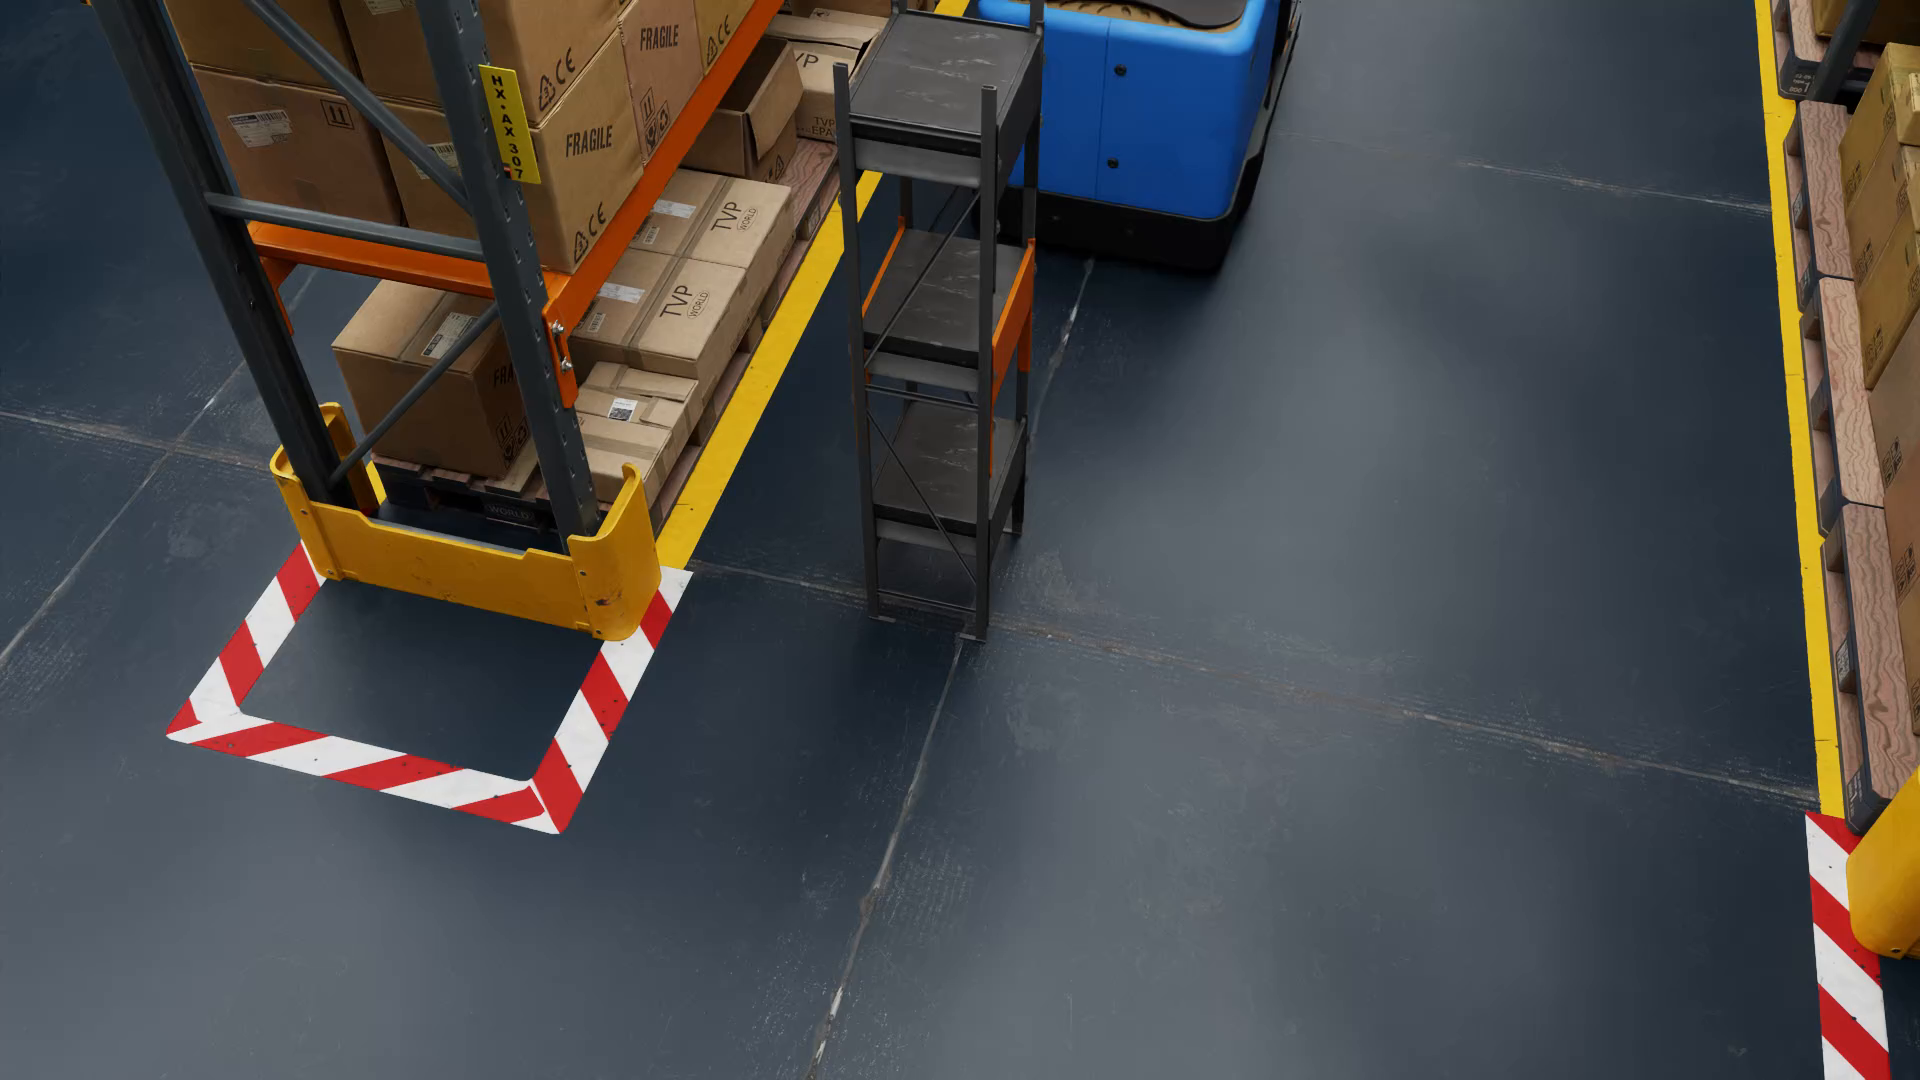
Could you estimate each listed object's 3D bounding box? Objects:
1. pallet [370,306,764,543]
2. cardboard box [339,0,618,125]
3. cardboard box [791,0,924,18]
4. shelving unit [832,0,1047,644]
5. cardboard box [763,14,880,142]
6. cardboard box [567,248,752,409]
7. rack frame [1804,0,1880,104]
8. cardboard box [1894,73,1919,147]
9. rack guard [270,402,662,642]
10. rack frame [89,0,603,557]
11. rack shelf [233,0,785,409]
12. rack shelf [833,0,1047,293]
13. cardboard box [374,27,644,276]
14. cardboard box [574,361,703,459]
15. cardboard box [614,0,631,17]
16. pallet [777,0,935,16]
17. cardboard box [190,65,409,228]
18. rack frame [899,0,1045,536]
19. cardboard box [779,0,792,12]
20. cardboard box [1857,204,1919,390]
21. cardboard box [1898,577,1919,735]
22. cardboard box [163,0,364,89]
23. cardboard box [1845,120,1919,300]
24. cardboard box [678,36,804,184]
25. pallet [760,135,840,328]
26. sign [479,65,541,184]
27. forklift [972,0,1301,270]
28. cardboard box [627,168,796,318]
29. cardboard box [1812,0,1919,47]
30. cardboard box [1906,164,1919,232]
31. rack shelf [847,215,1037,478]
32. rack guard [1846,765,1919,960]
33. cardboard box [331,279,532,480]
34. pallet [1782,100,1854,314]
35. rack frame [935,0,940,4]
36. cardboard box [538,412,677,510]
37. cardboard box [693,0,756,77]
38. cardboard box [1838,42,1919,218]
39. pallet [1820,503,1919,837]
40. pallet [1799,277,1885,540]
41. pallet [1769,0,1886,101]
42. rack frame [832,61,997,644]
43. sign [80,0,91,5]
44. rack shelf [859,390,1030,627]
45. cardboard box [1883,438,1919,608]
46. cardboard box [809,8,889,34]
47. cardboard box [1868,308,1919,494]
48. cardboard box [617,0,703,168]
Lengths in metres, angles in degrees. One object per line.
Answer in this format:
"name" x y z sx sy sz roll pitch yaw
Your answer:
"pallet" -1.396 -0.541 6.087 1.003 0.211 1.213 12 50 10
"cardboard box" -1.254 -1.465 4.309 0.500 0.500 0.500 13 50 11
"cardboard box" -0.449 -2.576 7.397 0.500 0.500 0.500 12 50 10
"shelving unit" -0.044 -0.575 4.857 0.431 2.100 0.503 12 50 10
"cardboard box" -0.646 -1.971 6.989 0.500 0.311 0.500 12 50 10
"cardboard box" -1.077 -0.767 5.967 0.500 0.250 0.500 12 50 10
"rack frame" 4.208 -2.751 6.177 1.000 3.000 0.127 12 50 10
"cardboard box" 3.646 -1.545 6.067 0.380 0.149 0.250 13 50 11
"rack guard" -1.605 -0.060 5.470 1.175 0.500 0.348 12 50 10
"rack frame" -1.625 -0.832 4.484 1.000 3.000 0.127 12 50 10
"rack shelf" -1.099 -2.041 6.031 1.077 0.370 4.000 12 50 10
"rack shelf" -0.044 -1.029 4.342 0.431 0.518 0.480 12 50 10
"cardboard box" -1.254 -1.134 4.684 0.500 0.500 0.500 13 50 11
"cardboard box" -1.118 -0.456 5.748 0.380 0.166 0.250 12 50 10
"cardboard box" -1.124 -1.845 4.644 0.500 0.500 0.500 12 50 10
"pallet" -0.754 -2.306 7.645 1.003 0.211 1.213 12 50 10
"cardboard box" -1.770 -1.243 4.780 0.500 0.500 0.500 13 50 11
"rack frame" 0.021 -0.752 5.013 0.400 2.100 0.015 12 50 10
"cardboard box" -0.892 -2.721 7.650 0.500 0.311 0.500 12 50 10
"cardboard box" 3.639 -0.808 5.850 0.700 0.500 0.500 13 50 11
"cardboard box" 3.243 0.305 4.868 0.700 0.500 0.500 12 50 10
"cardboard box" -1.773 -1.573 4.404 0.500 0.500 0.500 11 50 10
"cardboard box" 3.776 -1.179 6.177 0.700 0.500 0.500 11 50 10
"cardboard box" -1.062 -1.685 6.608 0.797 0.503 0.637 12 50 10
"pallet" -1.073 -1.421 6.864 1.003 0.211 1.213 12 50 10
"sign" -1.102 -1.012 4.065 0.100 0.325 0.005 12 50 10
"forklift" 0.953 -3.176 6.598 1.130 2.935 3.031 12 50 11
"cardboard box" -0.945 -1.129 6.286 0.500 0.250 0.500 12 50 10
"cardboard box" 4.253 -2.674 7.263 0.750 0.750 0.750 12 50 10
"cardboard box" 3.508 -1.167 5.734 0.380 0.149 0.250 10 49 9
"rack shelf" -0.044 -0.566 4.867 0.431 0.518 0.480 12 50 10
"rack guard" 3.148 0.987 4.546 1.175 0.500 0.348 12 50 10
"cardboard box" -1.720 -0.593 5.646 0.500 0.500 0.500 12 50 10
"pallet" 3.932 -1.294 6.751 1.003 0.211 1.213 12 50 10
"rack frame" -0.572 -3.726 7.038 1.000 3.000 0.127 12 50 10
"cardboard box" -1.183 -0.270 5.595 0.380 0.149 0.250 12 50 10
"cardboard box" -0.988 -1.871 5.334 0.500 0.500 0.500 11 50 10
"cardboard box" 3.912 -1.542 6.497 0.700 0.500 0.500 12 50 11
"pallet" 3.290 0.471 5.193 1.003 0.211 1.213 12 50 10
"pallet" 3.613 -0.408 5.970 1.003 0.211 1.213 12 50 10
"pallet" 4.338 -2.401 7.728 1.003 0.211 1.213 12 50 10
"rack frame" -0.108 -0.399 4.701 0.400 2.100 0.015 12 50 10
"sign" -2.155 -1.444 4.041 0.100 0.325 0.005 12 50 10
"rack shelf" -0.044 -0.103 5.392 0.431 0.518 0.480 12 50 10
"cardboard box" 3.374 -0.057 5.187 0.700 0.500 0.500 11 50 10
"cardboard box" -0.490 -2.177 7.279 0.380 0.149 0.250 12 50 10
"cardboard box" 3.506 -0.421 5.508 0.700 0.500 0.500 10 49 9
"cardboard box" -1.123 -1.509 5.014 0.500 0.500 0.500 11 50 10
